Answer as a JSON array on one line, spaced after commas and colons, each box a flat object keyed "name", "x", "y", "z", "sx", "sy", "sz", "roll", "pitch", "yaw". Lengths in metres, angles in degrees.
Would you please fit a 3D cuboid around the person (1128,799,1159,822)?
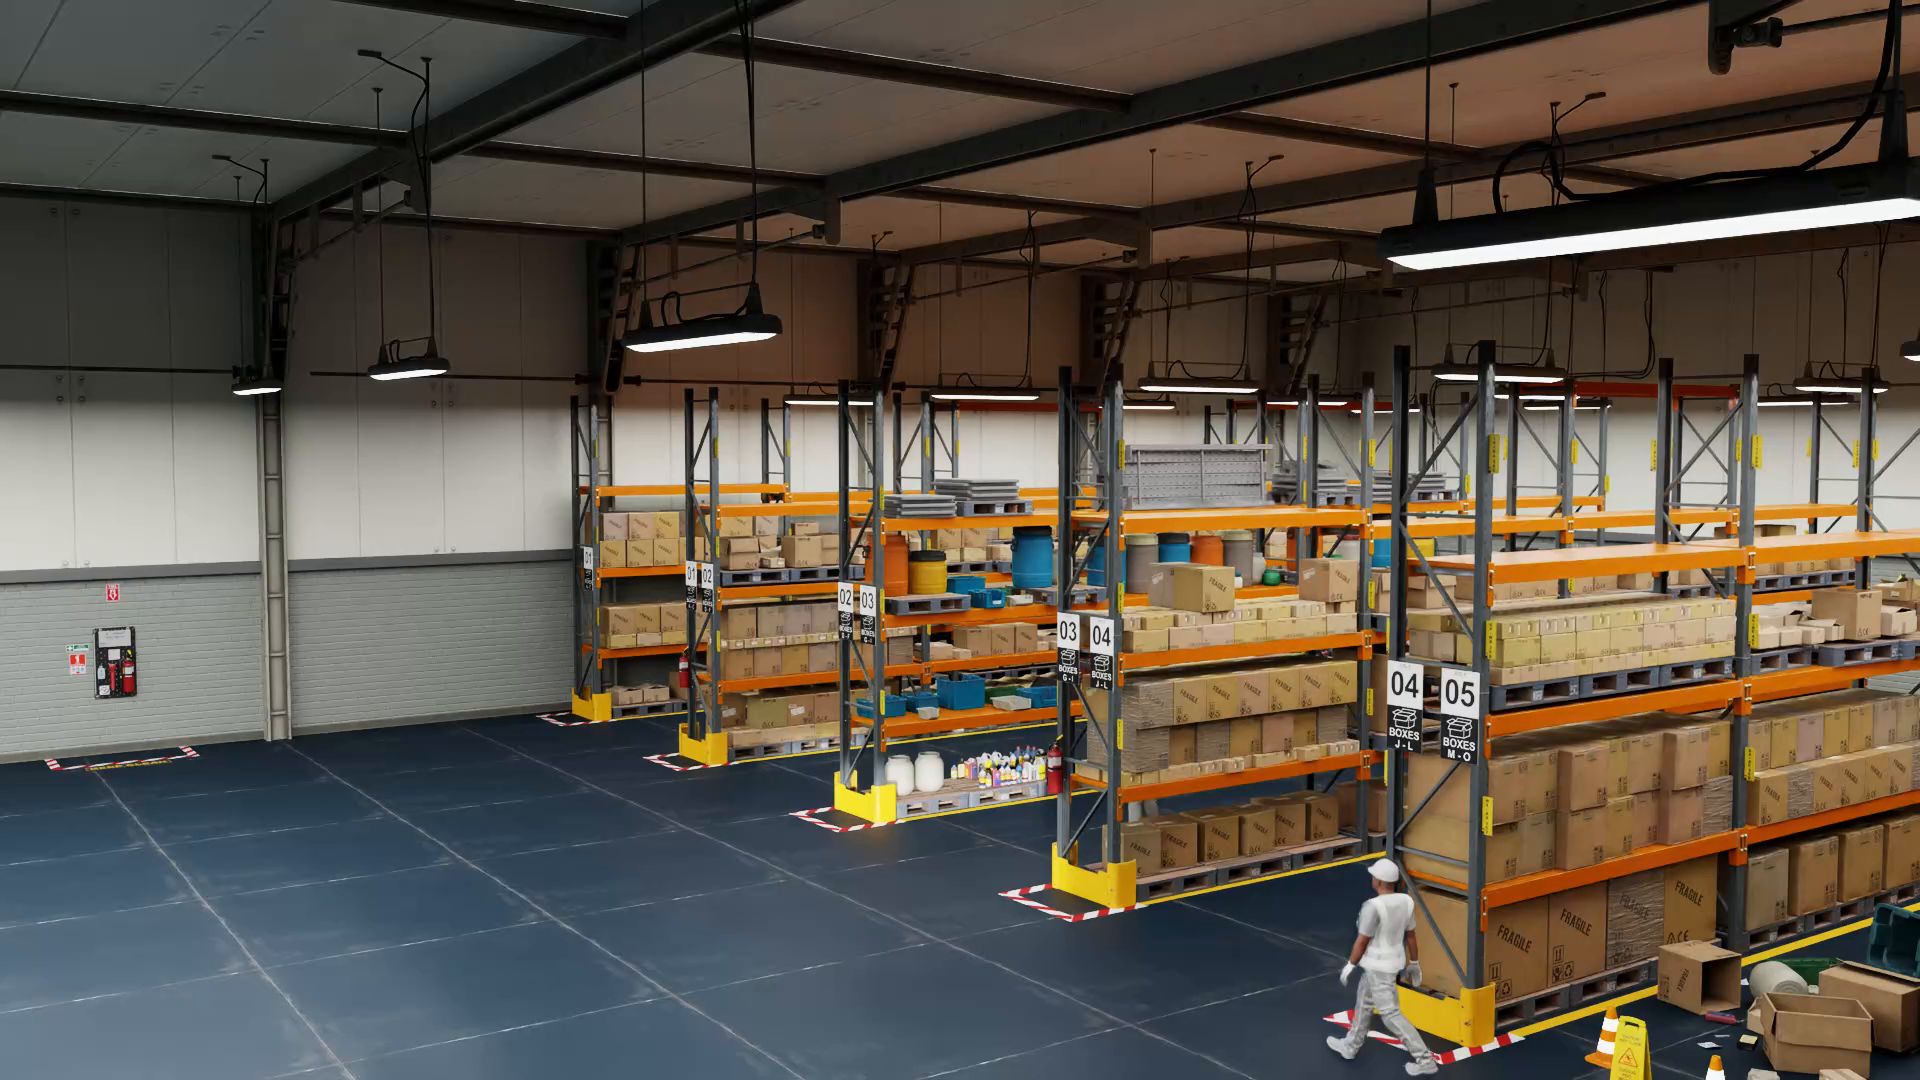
[{"name": "person", "x": 2.317, "y": 3.054, "z": 21.520, "sx": 0.503, "sy": 1.679, "sz": 0.493, "roll": 2, "pitch": 4, "yaw": 31}]

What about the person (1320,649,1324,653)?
[{"name": "person", "x": 8.342, "y": 1.914, "z": 39.114, "sx": 0.595, "sy": 1.797, "sz": 0.452, "roll": 2, "pitch": 4, "yaw": 33}]

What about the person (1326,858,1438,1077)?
[{"name": "person", "x": 3.428, "y": 3.474, "z": 13.579, "sx": 1.054, "sy": 1.752, "sz": 0.521, "roll": 2, "pitch": 4, "yaw": 34}]
